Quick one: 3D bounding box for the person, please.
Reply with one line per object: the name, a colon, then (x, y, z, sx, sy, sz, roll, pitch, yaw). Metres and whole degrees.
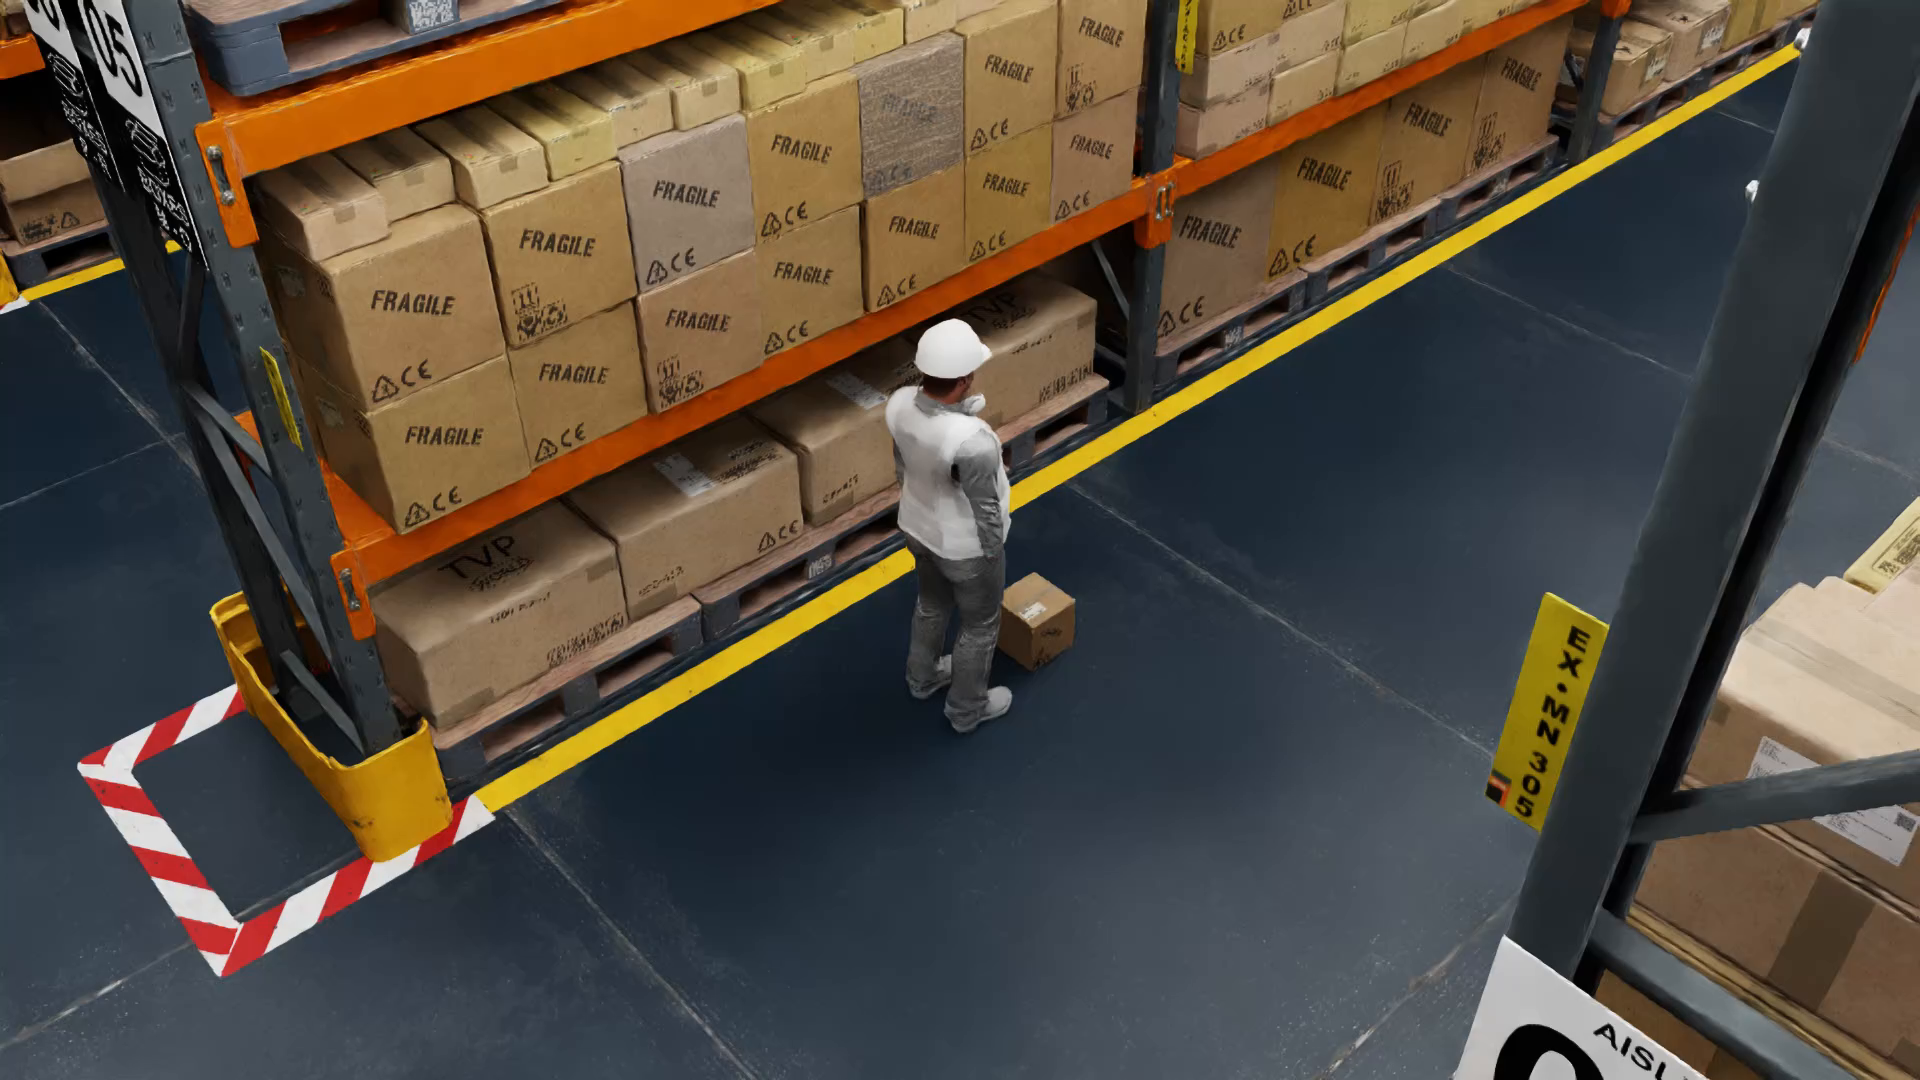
person: (-0.033, -0.052, 6.205, 0.358, 1.765, 0.533, -30, 48, -31)
